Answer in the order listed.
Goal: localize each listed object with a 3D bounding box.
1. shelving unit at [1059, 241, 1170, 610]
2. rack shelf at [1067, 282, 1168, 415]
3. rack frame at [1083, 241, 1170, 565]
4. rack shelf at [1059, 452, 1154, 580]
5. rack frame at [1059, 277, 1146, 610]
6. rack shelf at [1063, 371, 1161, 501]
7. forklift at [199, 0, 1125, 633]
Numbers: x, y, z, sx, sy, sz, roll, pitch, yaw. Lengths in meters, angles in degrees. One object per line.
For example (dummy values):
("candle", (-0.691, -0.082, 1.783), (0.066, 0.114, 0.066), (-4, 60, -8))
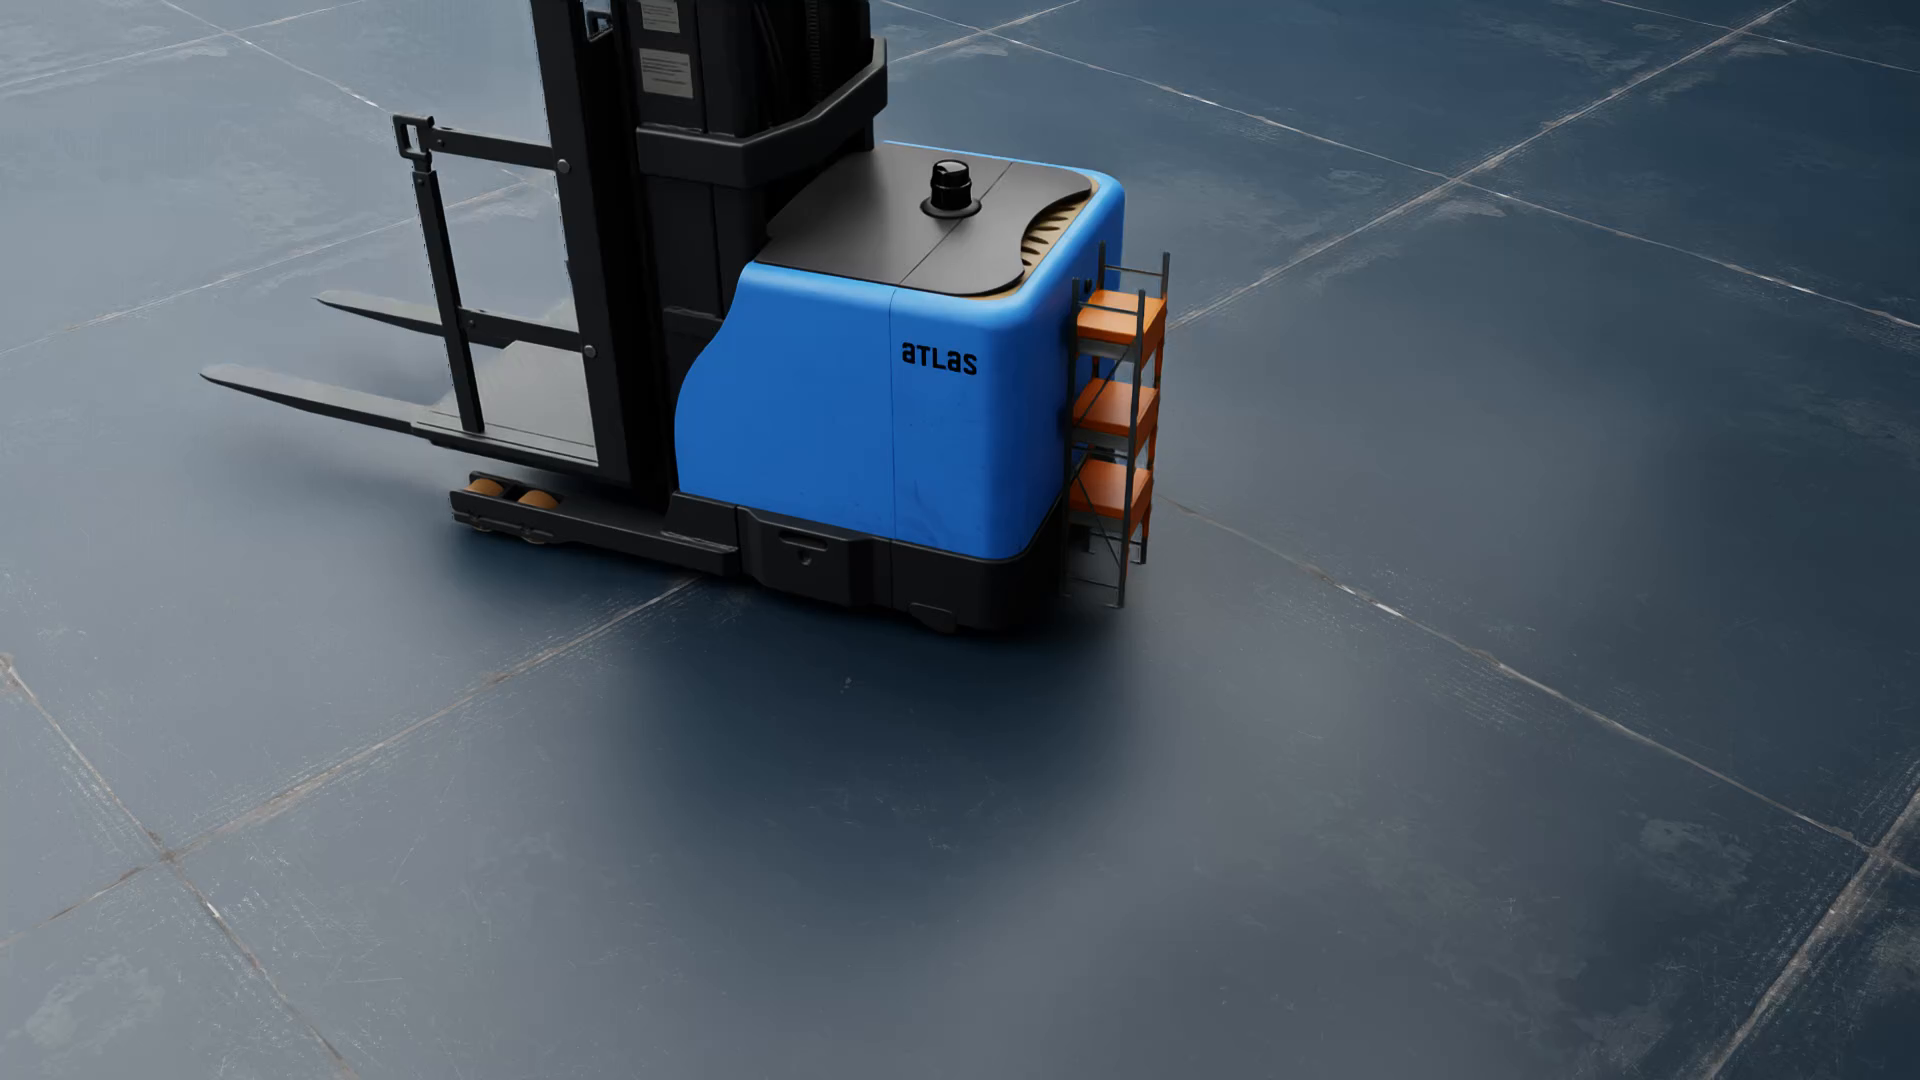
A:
("shelving unit", (0.436, -0.309, 4.776), (0.215, 1.050, 0.252), (12, 37, 17))
("rack shelf", (0.436, -0.533, 4.620), (0.215, 0.259, 0.240), (12, 37, 17))
("rack frame", (0.480, -0.375, 4.869), (0.200, 1.050, 0.008), (12, 37, 17))
("rack shelf", (0.436, -0.073, 4.941), (0.215, 0.259, 0.240), (12, 37, 17))
("rack frame", (0.392, -0.244, 4.682), (0.200, 1.050, 0.008), (12, 37, 17))
("rack shelf", (0.436, -0.301, 4.782), (0.215, 0.259, 0.240), (12, 37, 17))
("forklift", (-1.067, -1.456, 4.775), (3.031, 2.935, 1.130), (12, 37, 17))
